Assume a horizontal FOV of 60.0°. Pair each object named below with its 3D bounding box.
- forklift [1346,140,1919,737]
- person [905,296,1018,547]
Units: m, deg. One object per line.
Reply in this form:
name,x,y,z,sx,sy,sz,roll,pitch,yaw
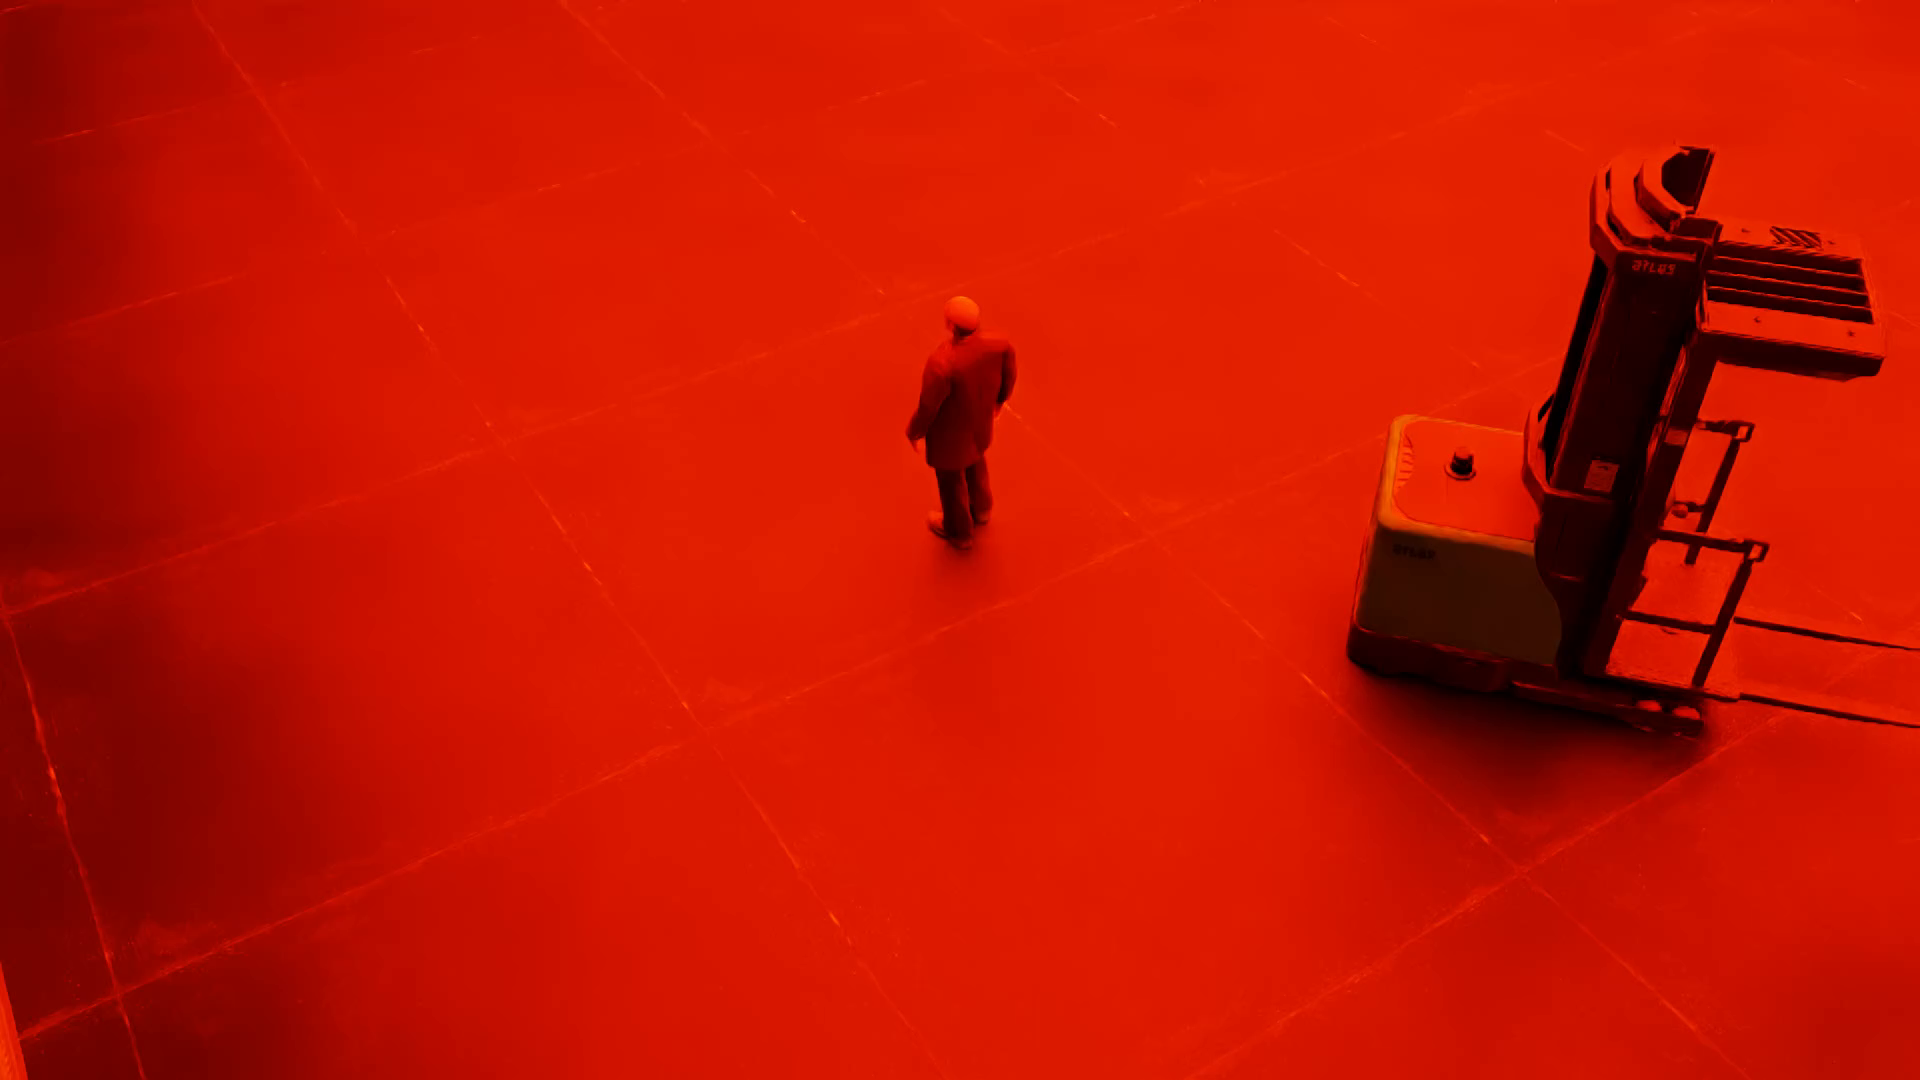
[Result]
forklift,3.733,-0.442,8.377,3.031,2.935,1.130,11,42,12
person,-0.044,-0.727,9.566,0.694,1.775,0.586,-23,46,-24
